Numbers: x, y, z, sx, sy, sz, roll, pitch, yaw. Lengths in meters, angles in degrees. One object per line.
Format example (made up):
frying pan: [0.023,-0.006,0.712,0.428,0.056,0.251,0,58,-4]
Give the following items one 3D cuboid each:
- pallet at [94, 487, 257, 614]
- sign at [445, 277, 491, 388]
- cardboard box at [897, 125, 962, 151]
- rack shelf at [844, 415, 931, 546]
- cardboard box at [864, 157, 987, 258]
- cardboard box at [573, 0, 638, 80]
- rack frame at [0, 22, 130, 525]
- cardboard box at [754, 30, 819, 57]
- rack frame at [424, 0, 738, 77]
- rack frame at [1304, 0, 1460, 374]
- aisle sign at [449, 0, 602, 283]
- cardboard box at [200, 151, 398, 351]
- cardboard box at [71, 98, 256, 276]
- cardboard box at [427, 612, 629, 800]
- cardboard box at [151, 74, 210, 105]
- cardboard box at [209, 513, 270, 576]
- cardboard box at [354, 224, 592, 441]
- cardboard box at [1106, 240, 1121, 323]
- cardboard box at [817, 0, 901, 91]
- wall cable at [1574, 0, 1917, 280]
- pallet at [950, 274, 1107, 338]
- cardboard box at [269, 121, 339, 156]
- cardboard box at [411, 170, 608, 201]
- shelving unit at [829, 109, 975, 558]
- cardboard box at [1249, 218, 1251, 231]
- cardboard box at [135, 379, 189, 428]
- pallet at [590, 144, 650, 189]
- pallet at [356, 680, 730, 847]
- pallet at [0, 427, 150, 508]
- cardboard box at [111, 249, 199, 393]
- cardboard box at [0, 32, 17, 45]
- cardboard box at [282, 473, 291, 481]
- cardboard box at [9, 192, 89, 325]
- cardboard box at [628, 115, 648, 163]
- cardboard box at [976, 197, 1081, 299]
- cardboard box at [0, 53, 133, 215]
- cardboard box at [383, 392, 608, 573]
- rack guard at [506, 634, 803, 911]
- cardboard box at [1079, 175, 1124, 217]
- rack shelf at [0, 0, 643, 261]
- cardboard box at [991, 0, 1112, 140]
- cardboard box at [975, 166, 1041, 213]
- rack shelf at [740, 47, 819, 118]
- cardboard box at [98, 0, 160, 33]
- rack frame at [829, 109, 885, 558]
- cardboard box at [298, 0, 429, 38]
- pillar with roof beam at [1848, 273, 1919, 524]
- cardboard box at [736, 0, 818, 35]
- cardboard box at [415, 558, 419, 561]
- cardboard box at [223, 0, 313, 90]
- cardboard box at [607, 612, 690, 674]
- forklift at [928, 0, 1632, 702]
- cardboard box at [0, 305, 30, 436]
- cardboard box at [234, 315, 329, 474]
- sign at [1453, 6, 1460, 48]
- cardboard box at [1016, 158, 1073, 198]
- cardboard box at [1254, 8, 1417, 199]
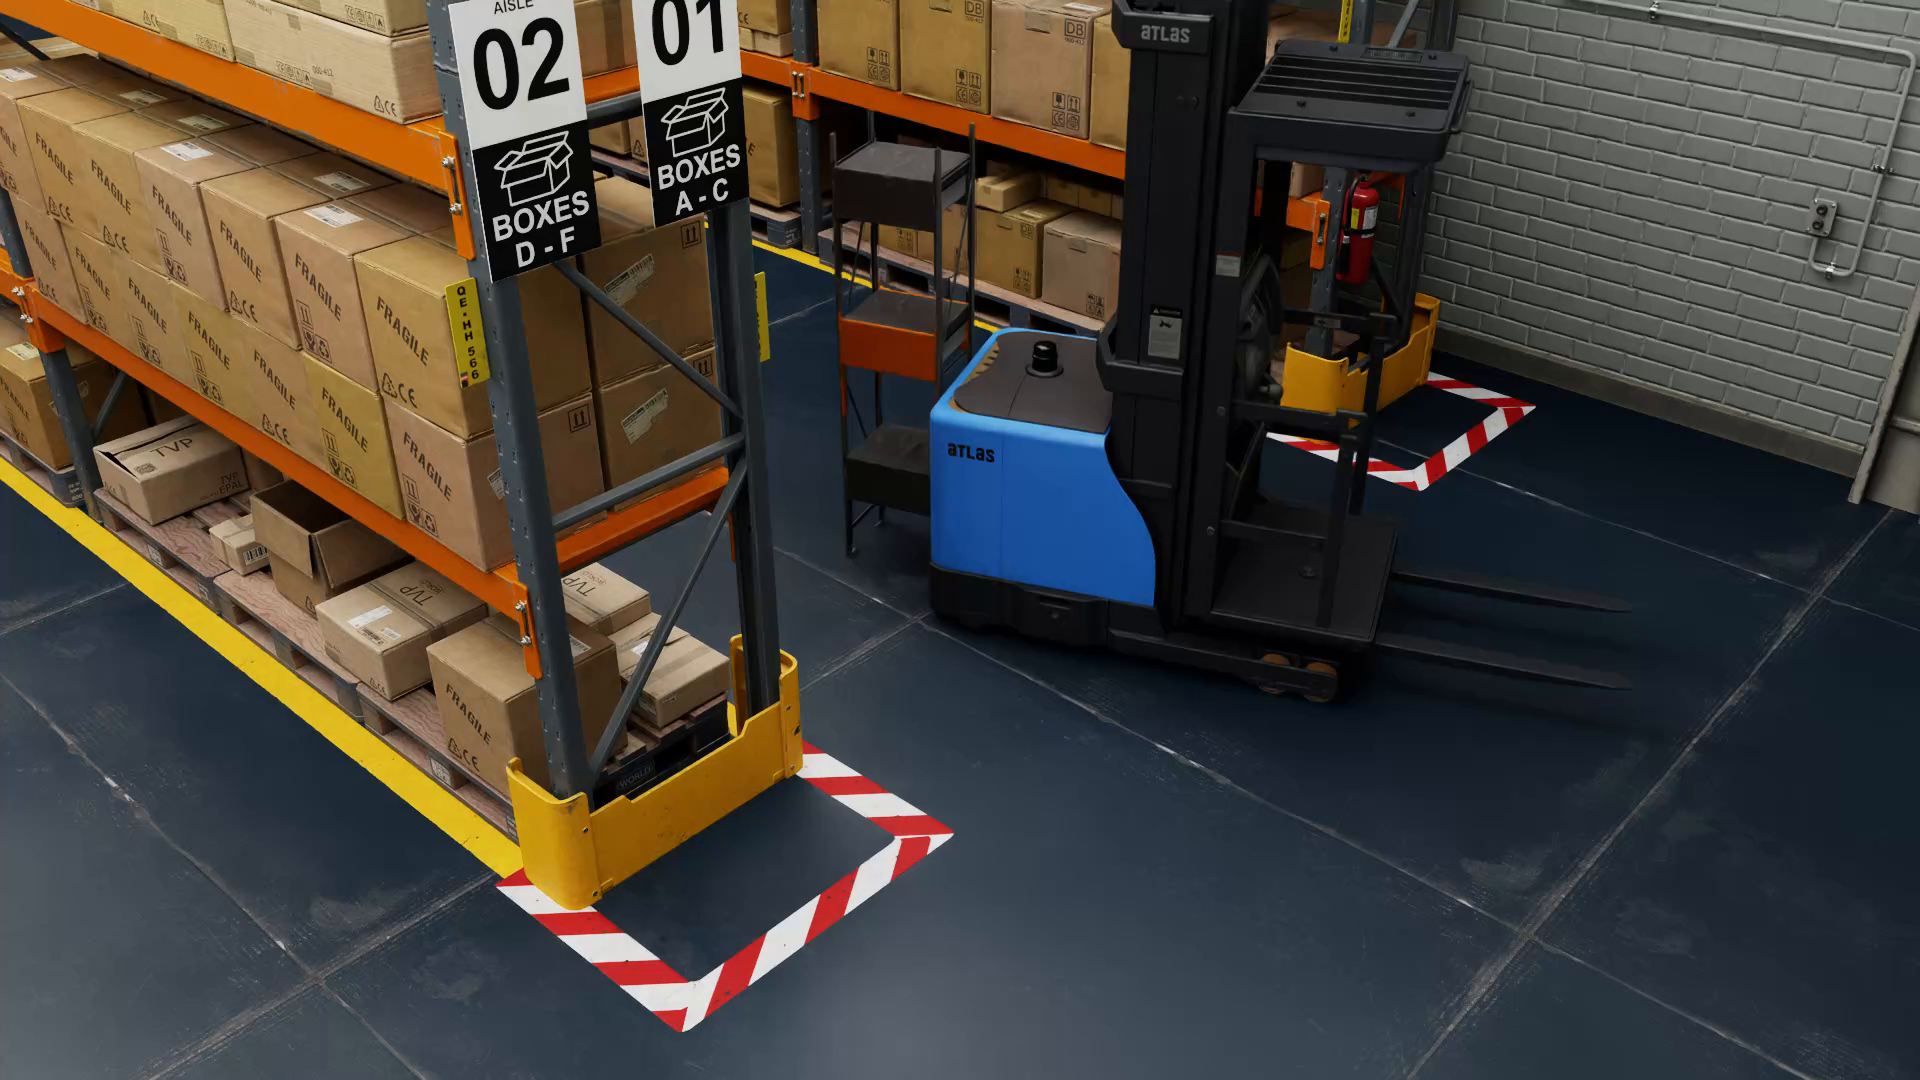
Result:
pallet: [-3.528,-0.138,8.274,1.213,0.211,1.003,25,39,35]
sign: [-1.458,-0.612,4.929,0.005,0.325,0.100,25,39,35]
cardboard box: [-0.204,-2.681,11.182,0.250,0.149,0.380,25,39,35]
rack shelf: [-0.243,-0.244,8.004,0.480,0.518,0.431,13,33,20]
cardboard box: [-0.230,-2.277,11.140,0.500,0.500,0.700,26,39,36]
cardboard box: [-1.281,-1.682,5.372,0.500,0.250,0.500,25,39,35]
rack frame: [-4.037,-1.570,7.950,0.127,3.000,1.000,25,39,35]
cardboard box: [-1.156,-3.376,11.173,0.250,0.149,0.380,25,39,36]
rack frame: [-1.071,-2.756,4.103,0.127,3.000,1.000,25,39,35]
rack frame: [2.250,-2.082,8.799,0.127,3.000,1.000,25,39,35]
aisle sign: [-1.226,-1.159,4.746,0.004,0.787,0.394,25,39,35]
cardboard box: [-2.348,-1.058,6.033,0.500,0.500,0.500,26,40,36]
cardboard box: [-3.113,-1.414,6.625,0.500,0.500,0.500,24,38,34]
cardboard box: [-1.639,0.602,6.338,0.500,0.500,0.500,25,39,35]
cardboard box: [-3.106,-1.789,7.247,0.500,0.500,0.500,24,39,34]
cardboard box: [-3.223,-0.021,7.698,0.250,0.166,0.380,25,39,35]
cardboard box: [-1.586,-0.706,5.448,0.500,0.500,0.500,25,39,35]
cardboard box: [1.293,-1.568,9.962,0.500,0.500,0.700,25,39,35]
cardboard box: [-0.324,-3.400,10.699,0.700,0.700,0.980,26,39,36]
wall cable: [3.834,-2.435,8.402,1.851,1.984,0.084,25,39,35]
pallet: [0.705,-1.556,10.630,1.213,0.211,1.003,25,39,35]
cardboard box: [-2.361,-1.440,6.667,0.500,0.500,0.500,25,39,35]
cardboard box: [-1.616,-1.090,6.085,0.500,0.500,0.500,25,39,36]
shelving unit: [-0.243,-0.856,7.636,0.503,2.100,0.431,13,33,20]
cardboard box: [1.515,-1.881,9.853,0.250,0.149,0.380,25,39,35]
cardboard box: [-4.232,-0.949,8.914,0.500,0.500,0.500,23,38,33]
pallet: [-2.247,-2.932,12.915,1.213,0.211,1.003,25,39,35]
pallet: [-1.719,0.707,6.871,1.213,0.211,1.003,25,39,35]
pallet: [-4.665,-0.643,9.113,1.213,0.211,1.003,25,39,35]
cardboard box: [-3.091,-0.983,6.877,0.500,0.500,0.500,25,39,35]
cardboard box: [-5.388,-2.381,8.793,0.500,0.500,0.700,15,34,23]
cardboard box: [-2.868,-0.259,7.952,0.500,0.311,0.500,25,39,35]
cardboard box: [-3.842,-1.333,7.458,0.500,0.500,0.500,26,40,36]
cardboard box: [-1.946,-3.207,12.345,0.750,0.750,0.750,26,40,36]
cardboard box: [0.519,-1.923,10.553,0.500,0.500,0.700,26,40,36]
cardboard box: [-3.876,-1.771,7.217,0.500,0.500,0.500,26,40,36]
cardboard box: [-1.586,-0.280,5.709,0.500,0.500,0.500,26,40,36]
rack guard: [-1.127,0.859,6.339,0.348,0.500,1.175,25,39,35]
cardboard box: [0.950,-2.144,10.290,0.250,0.149,0.380,25,39,36]
rack shelf: [-2.554,-1.855,6.212,4.000,0.370,1.077,25,39,35]
cardboard box: [0.759,-2.898,9.864,0.700,0.700,0.980,23,38,33]
cardboard box: [0.289,-2.186,10.360,0.250,0.149,0.380,24,38,34]
rack shelf: [-2.198,-3.850,12.434,4.000,0.370,1.077,25,39,35]
cardboard box: [-2.732,-2.008,5.915,0.500,0.250,0.500,25,39,35]
rack frame: [-0.467,-0.906,7.719,0.015,2.100,0.400,13,33,20]
cardboard box: [-1.623,-1.701,4.920,0.500,0.250,0.500,25,39,35]
pillar with roof beam: [1.944,-2.402,3.515,0.400,9.000,9.100,25,39,35]
cardboard box: [-1.227,-3.708,11.097,0.500,0.500,0.500,24,39,34]
cardboard box: [-2.025,0.161,7.314,0.500,0.250,0.500,25,39,35]
cardboard box: [-1.992,-1.661,5.338,0.500,0.250,0.500,25,39,35]
cardboard box: [-1.336,0.477,6.871,0.250,0.166,0.380,25,39,35]
forklift: [1.429,-0.873,6.858,3.031,2.935,1.130,10,33,16]
cardboard box: [-4.956,-0.923,8.873,0.500,0.500,0.500,25,39,35]
cardboard box: [-2.339,-0.633,6.296,0.500,0.500,0.500,25,39,35]
sign: [2.627,-2.697,8.905,0.005,0.325,0.100,25,39,35]
cardboard box: [0.570,-2.321,10.584,0.250,0.149,0.380,25,39,36]
cardboard box: [1.865,-2.383,9.009,0.700,0.700,0.980,27,40,37]
